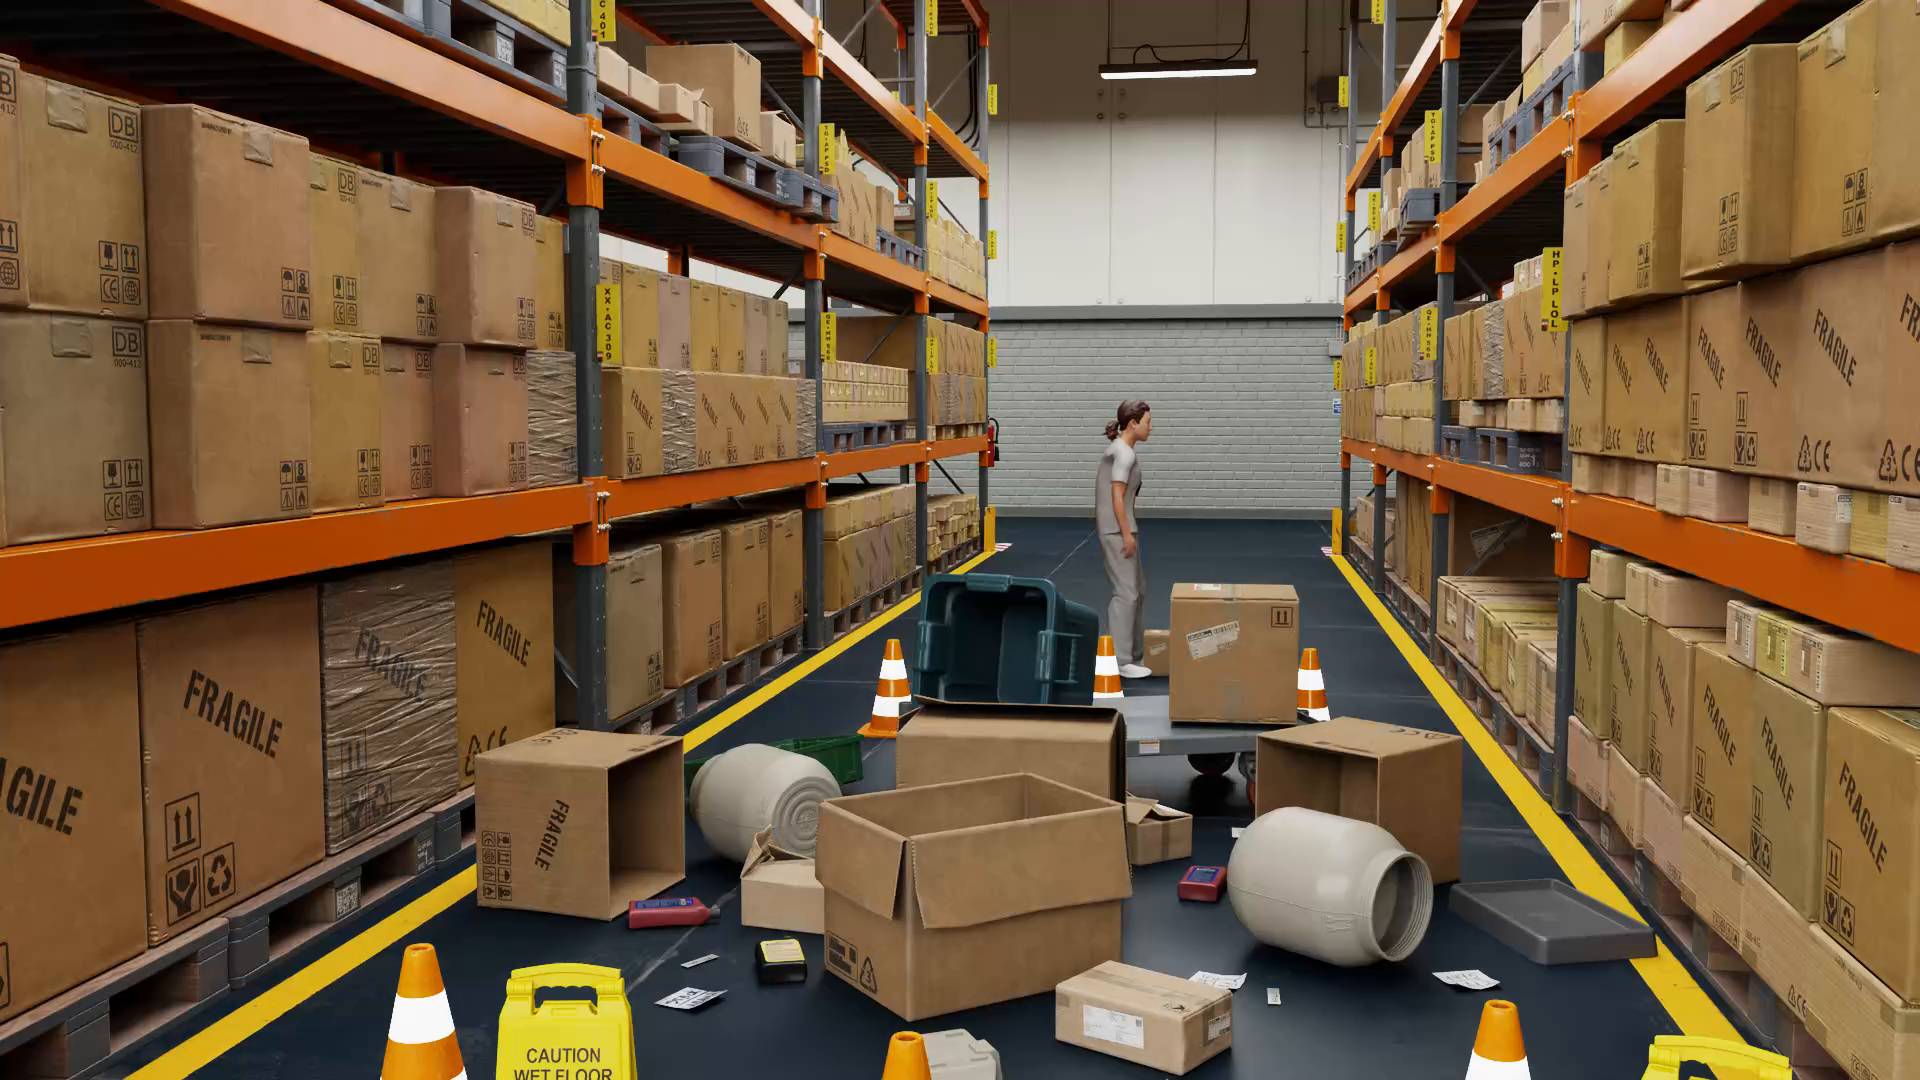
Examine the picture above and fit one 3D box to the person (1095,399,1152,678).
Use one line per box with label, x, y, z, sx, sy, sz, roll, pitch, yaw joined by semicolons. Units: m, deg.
person;1.029;-0.020;10.127;0.416;1.671;0.505;0;5;5
